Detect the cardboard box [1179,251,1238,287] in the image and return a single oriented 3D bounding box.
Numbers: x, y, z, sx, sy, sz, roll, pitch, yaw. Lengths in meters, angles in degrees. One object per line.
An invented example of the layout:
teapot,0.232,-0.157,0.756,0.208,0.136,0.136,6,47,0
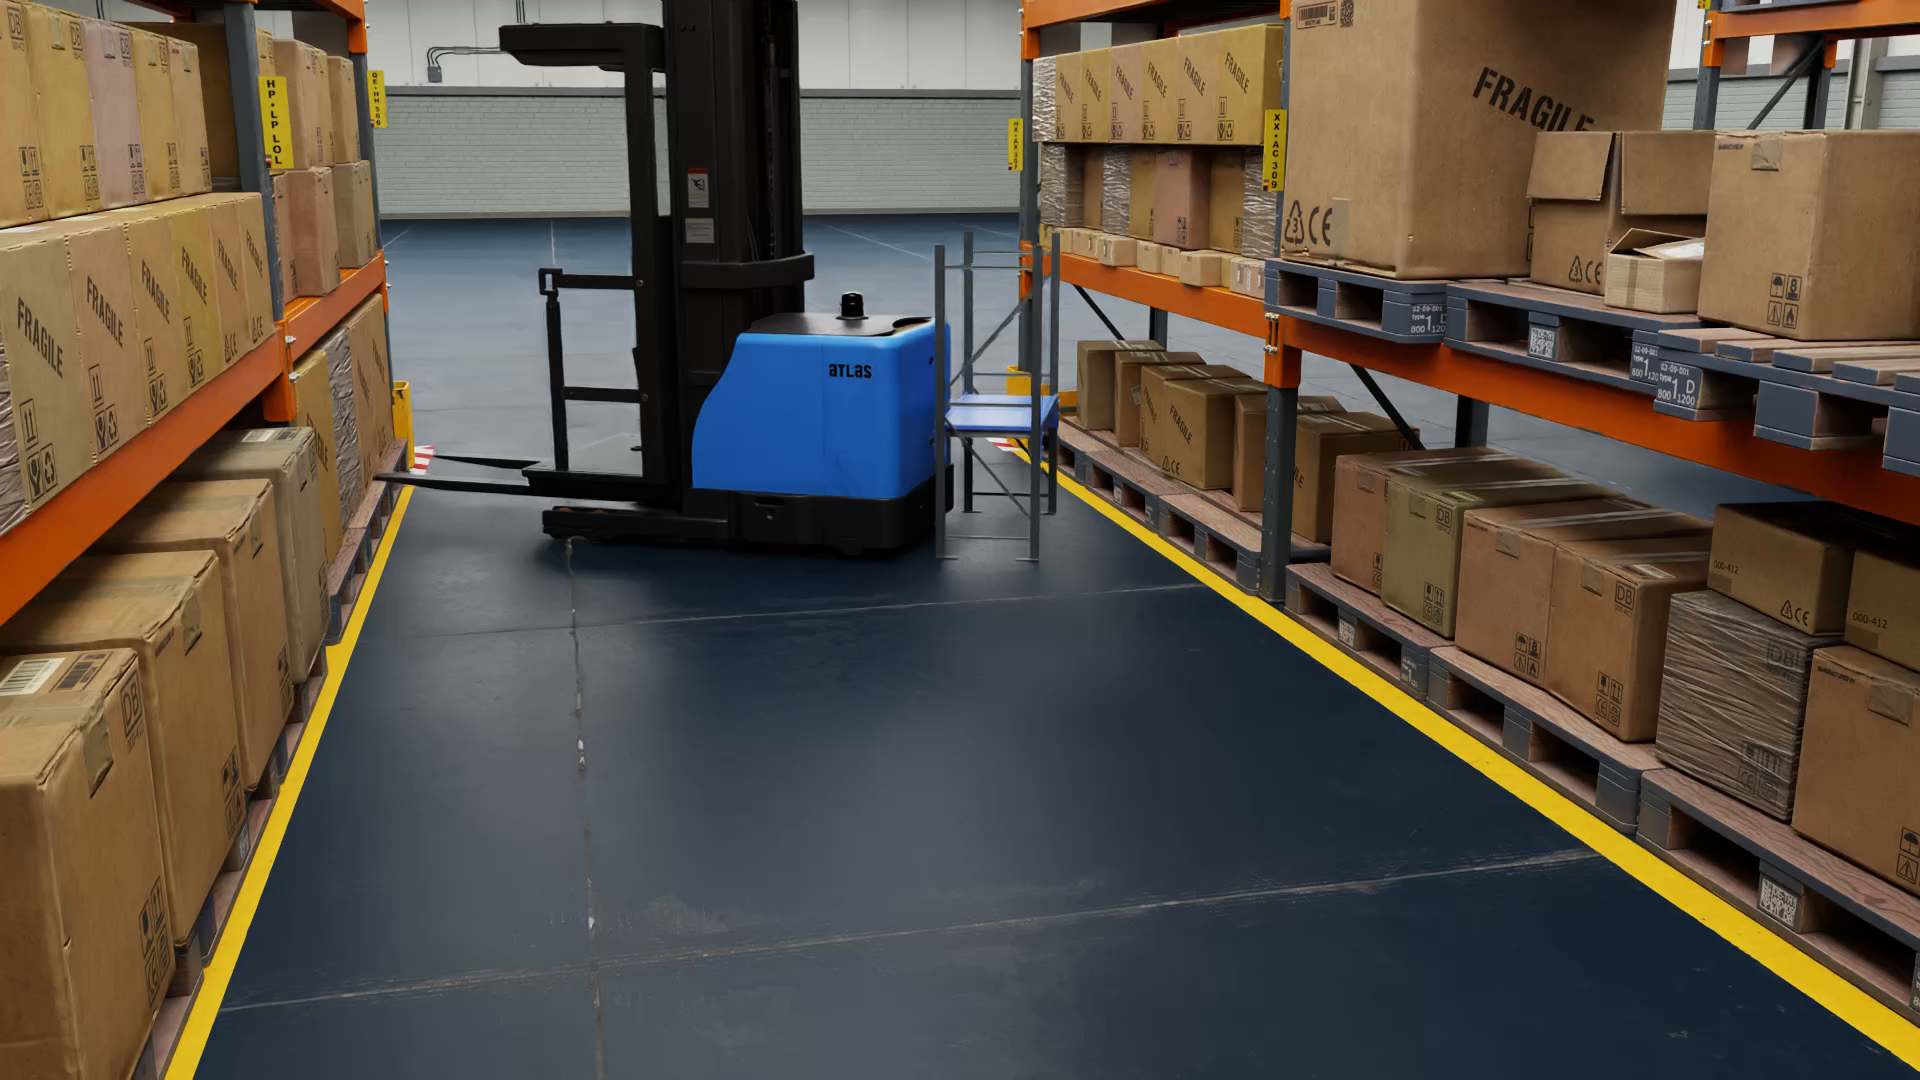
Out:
cardboard box,1.273,-1.299,7.952,0.380,0.149,0.250,-3,14,-13

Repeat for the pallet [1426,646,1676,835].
pallet,2.300,0.599,5.529,1.003,0.211,1.213,-3,14,-13

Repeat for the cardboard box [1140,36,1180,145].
cardboard box,1.217,-2.215,8.228,0.500,0.500,0.500,-3,14,-13

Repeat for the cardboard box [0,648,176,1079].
cardboard box,-2.135,0.702,3.087,1.050,0.750,0.750,-3,14,-14

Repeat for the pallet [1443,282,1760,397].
pallet,2.260,-0.655,5.193,1.003,0.211,1.213,-3,14,-13

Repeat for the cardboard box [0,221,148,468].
cardboard box,-2.163,-0.442,3.704,0.500,0.500,0.500,-3,14,-13

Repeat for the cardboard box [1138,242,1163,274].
cardboard box,1.151,-1.475,8.673,0.380,0.149,0.250,-3,14,-13

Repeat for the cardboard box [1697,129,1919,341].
cardboard box,2.371,-0.792,4.254,0.700,0.500,0.500,-1,14,-5

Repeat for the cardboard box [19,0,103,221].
cardboard box,-2.539,-1.032,4.014,0.700,0.500,0.500,-3,14,-14

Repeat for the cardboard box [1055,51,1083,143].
cardboard box,0.861,-2.561,9.643,0.500,0.500,0.500,-3,14,-13

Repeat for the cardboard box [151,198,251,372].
cardboard box,-2.518,-0.790,5.130,0.500,0.500,0.500,-3,14,-14

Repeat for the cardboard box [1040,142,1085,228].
cardboard box,0.989,-2.204,10.292,0.875,0.500,0.500,-3,14,-13

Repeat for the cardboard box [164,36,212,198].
cardboard box,-2.897,-1.384,5.453,0.700,0.500,0.500,-4,14,-14

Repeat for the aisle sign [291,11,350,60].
aisle sign,-3.684,-3.182,9.655,0.394,0.787,0.004,-3,14,-13

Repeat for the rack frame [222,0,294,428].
rack frame,-3.019,-0.964,6.051,1.000,3.000,0.127,-3,14,-13

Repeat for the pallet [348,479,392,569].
pallet,-3.412,-0.071,8.272,1.003,0.211,1.213,-3,14,-13

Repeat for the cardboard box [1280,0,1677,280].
cardboard box,1.876,-1.521,6.184,1.000,1.000,1.000,-3,14,-13

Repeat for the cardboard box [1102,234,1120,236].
cardboard box,1.022,-1.651,9.392,0.380,0.149,0.250,-3,14,-13

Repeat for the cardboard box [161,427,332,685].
cardboard box,-2.786,0.063,5.703,1.050,0.750,0.750,-3,14,-13

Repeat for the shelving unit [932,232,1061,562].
shelving unit,0.203,-0.755,8.357,0.538,1.500,1.048,2,14,8

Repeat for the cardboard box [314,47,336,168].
cardboard box,-3.440,-2.023,7.794,0.875,0.550,0.500,-3,14,-13

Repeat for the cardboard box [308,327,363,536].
cardboard box,-3.314,-0.492,7.714,0.875,0.875,0.875,-3,14,-13

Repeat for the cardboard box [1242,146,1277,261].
cardboard box,1.780,-1.517,7.479,0.875,0.500,0.500,-3,14,-13

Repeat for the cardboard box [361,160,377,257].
cardboard box,-3.828,-1.876,9.470,0.875,0.550,0.550,-3,14,-13

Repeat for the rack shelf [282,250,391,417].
rack shelf,-3.489,-1.076,8.025,1.077,0.370,4.000,-3,14,-13

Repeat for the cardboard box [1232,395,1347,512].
cardboard box,1.629,-0.433,8.260,0.500,0.500,0.500,1,14,5

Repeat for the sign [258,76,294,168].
sign,-2.494,-1.520,6.056,0.100,0.325,0.005,-3,14,-13

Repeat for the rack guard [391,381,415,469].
rack guard,-3.964,-0.678,10.148,1.175,0.500,0.348,-3,14,-13

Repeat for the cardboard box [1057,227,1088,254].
cardboard box,0.806,-1.821,10.091,0.380,0.149,0.250,-3,14,-13

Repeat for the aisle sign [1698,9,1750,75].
aisle sign,5.399,-3.679,11.687,0.394,0.787,0.004,-3,14,-13

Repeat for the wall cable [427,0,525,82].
wall cable,-11.504,-13.865,39.051,2.305,6.003,0.169,-3,14,-13

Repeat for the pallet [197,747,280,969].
pallet,-2.475,0.847,4.516,1.003,0.211,1.213,-3,14,-13

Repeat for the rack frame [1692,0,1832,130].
rack frame,5.701,-2.416,11.994,1.000,3.000,0.127,-3,14,-13

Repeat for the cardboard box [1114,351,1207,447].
cardboard box,1.190,-0.848,9.961,0.500,0.500,0.500,0,14,2

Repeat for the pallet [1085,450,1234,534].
pallet,1.344,-0.297,9.199,1.003,0.211,1.213,-3,14,-13

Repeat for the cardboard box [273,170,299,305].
cardboard box,-3.269,-1.247,6.893,0.875,0.550,0.550,-3,14,-13

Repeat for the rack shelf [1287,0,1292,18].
rack shelf,2.295,-1.863,4.928,1.077,0.370,4.000,-3,14,-13

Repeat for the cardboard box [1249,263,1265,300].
cardboard box,1.489,-1.128,7.253,0.380,0.149,0.250,-3,14,-13

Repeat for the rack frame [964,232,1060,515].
rack frame,0.272,-0.874,8.846,0.500,1.500,0.032,2,14,8

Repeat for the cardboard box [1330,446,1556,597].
cardboard box,1.949,-0.073,6.747,0.700,0.500,0.500,-4,14,-18

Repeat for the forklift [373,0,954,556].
forklift,-1.609,-1.523,8.487,3.031,2.935,1.130,4,14,15

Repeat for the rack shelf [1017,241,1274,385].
rack shelf,1.356,-1.329,9.061,1.077,0.370,4.000,-3,14,-13

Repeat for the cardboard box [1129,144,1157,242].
cardboard box,1.404,-1.862,8.890,0.875,0.500,0.500,-3,14,-13

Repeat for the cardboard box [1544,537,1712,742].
cardboard box,2.306,0.295,5.237,0.700,0.500,0.500,-2,14,-8
